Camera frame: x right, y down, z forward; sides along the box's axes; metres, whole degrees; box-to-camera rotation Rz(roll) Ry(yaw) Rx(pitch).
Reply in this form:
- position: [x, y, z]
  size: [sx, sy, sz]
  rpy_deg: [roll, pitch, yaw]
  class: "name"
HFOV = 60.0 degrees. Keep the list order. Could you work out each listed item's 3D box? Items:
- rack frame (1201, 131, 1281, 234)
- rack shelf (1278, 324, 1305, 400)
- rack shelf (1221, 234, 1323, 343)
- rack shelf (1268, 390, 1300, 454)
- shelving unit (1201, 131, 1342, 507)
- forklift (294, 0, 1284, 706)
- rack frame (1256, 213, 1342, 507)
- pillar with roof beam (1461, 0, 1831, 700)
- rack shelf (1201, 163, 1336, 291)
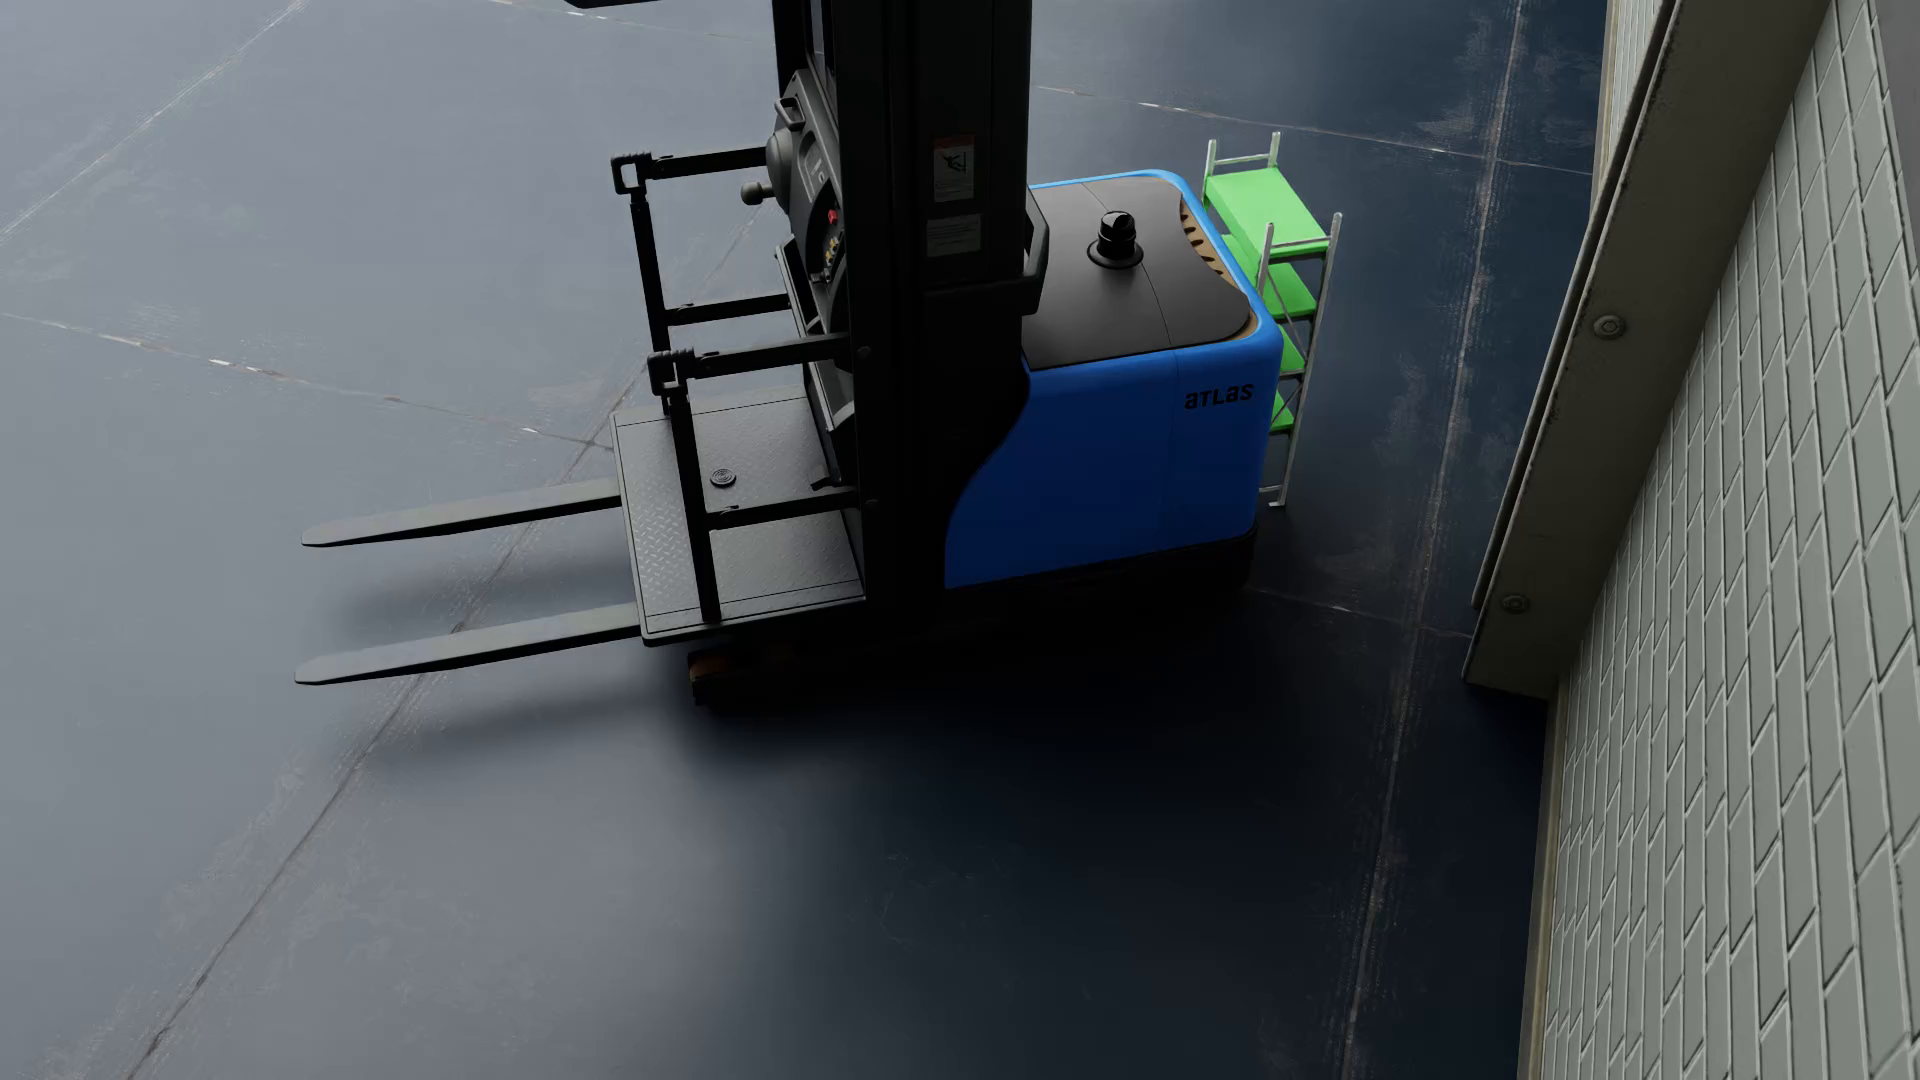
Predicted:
- position: [0.912, -0.870, 5.778]
  size: [0.240, 1.200, 0.015]
  rpy_deg: [-10, 45, -11]
  class: "rack frame"
- position: [0.973, -0.658, 5.654]
  size: [0.258, 0.148, 0.480]
  rpy_deg: [-10, 45, -11]
  class: "rack shelf"
- position: [0.975, -0.830, 5.487]
  size: [0.258, 0.148, 0.480]
  rpy_deg: [-10, 45, -11]
  class: "rack shelf"
- position: [0.970, -0.486, 5.821]
  size: [0.258, 0.148, 0.480]
  rpy_deg: [-10, 45, -11]
  class: "rack shelf"
- position: [0.973, -0.704, 5.609]
  size: [0.258, 1.200, 0.503]
  rpy_deg: [-10, 45, -11]
  class: "shelving unit"
- position: [-0.610, -0.942, 4.617]
  size: [3.031, 2.935, 1.130]
  rpy_deg: [-10, 45, -10]
  class: "forklift"
- position: [1.034, -0.539, 5.441]
  size: [0.240, 1.200, 0.015]
  rpy_deg: [-10, 45, -11]
  class: "rack frame"
- position: [-2.300, -3.781, 3.180]
  size: [9.100, 9.000, 0.400]
  rpy_deg: [13, 46, 13]
  class: "pillar with roof beam"
- position: [0.978, -1.003, 5.319]
  size: [0.258, 0.148, 0.480]
  rpy_deg: [-10, 45, -11]
  class: "rack shelf"
